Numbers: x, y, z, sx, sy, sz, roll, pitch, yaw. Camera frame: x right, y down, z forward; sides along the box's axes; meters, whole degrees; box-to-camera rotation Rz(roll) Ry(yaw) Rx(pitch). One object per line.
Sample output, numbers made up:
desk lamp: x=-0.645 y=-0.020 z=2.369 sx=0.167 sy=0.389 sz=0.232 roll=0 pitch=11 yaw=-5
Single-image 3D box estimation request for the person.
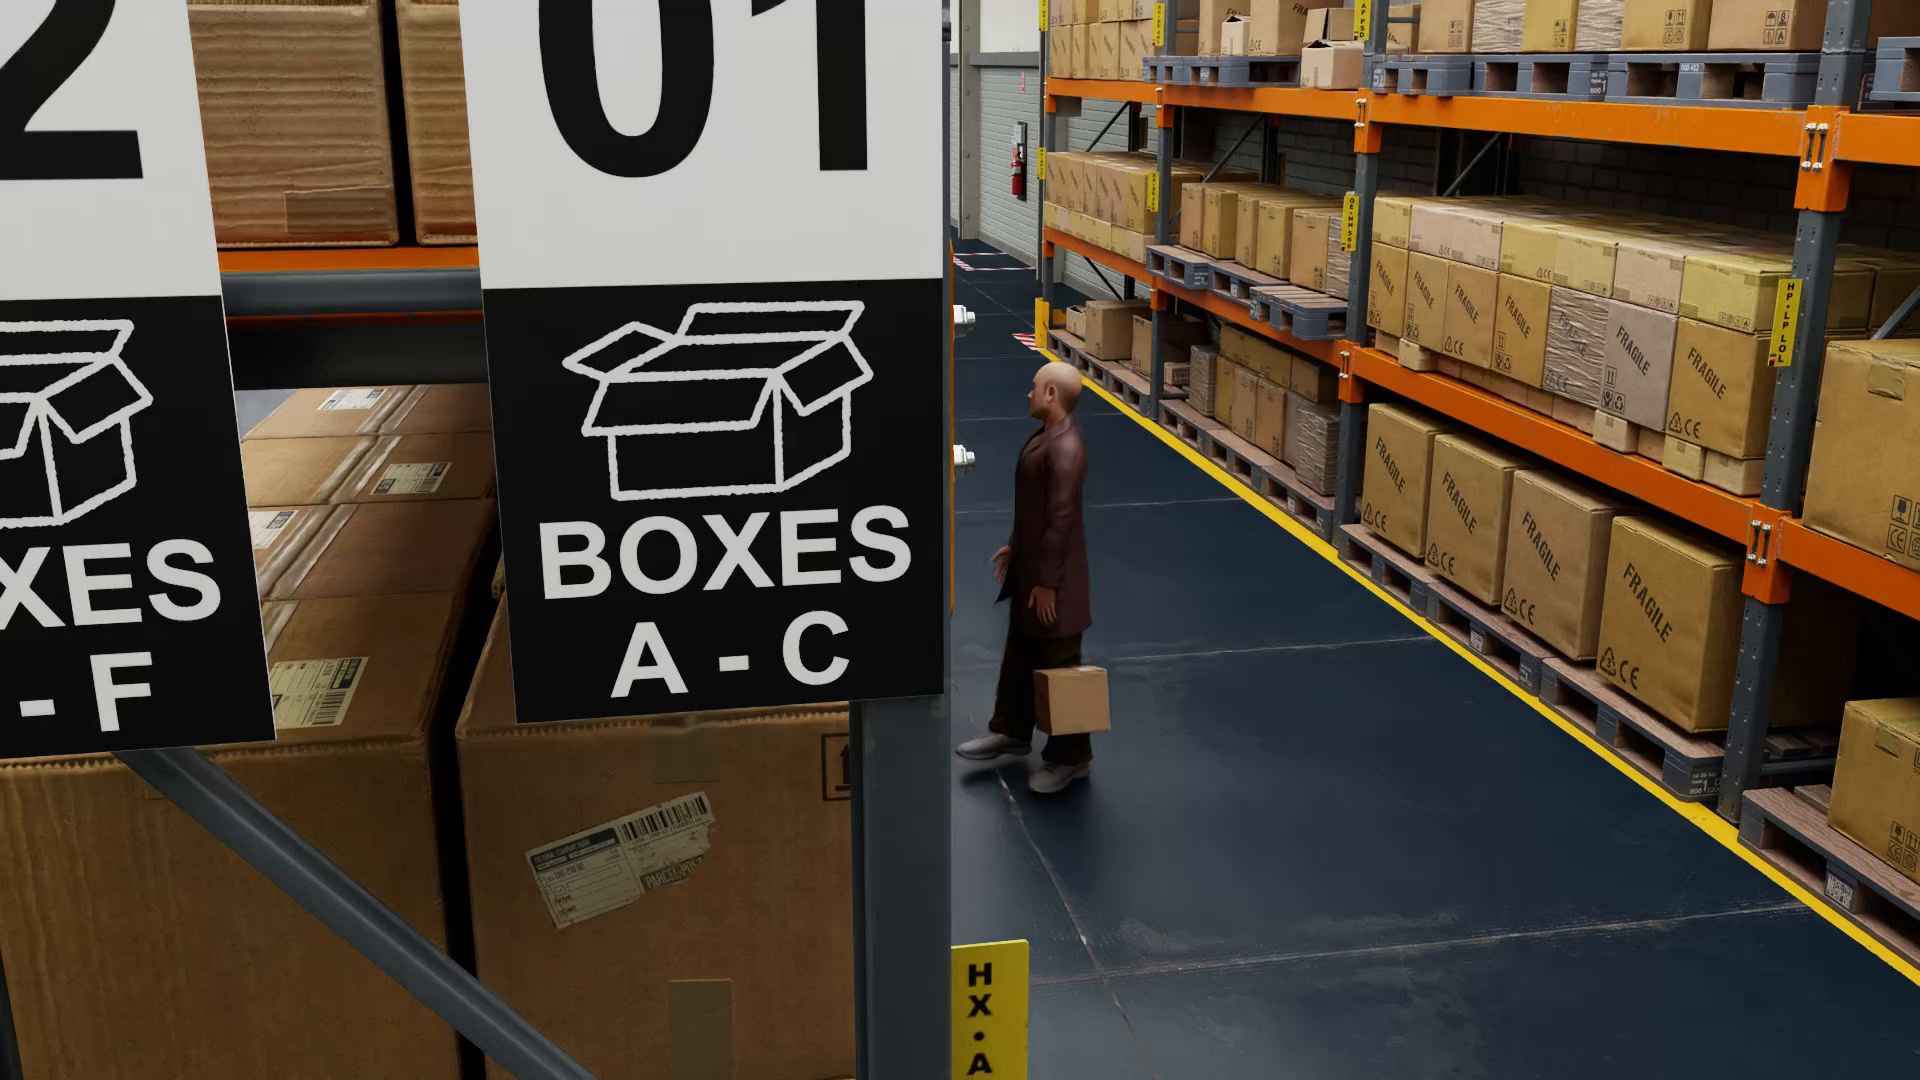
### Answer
person: x=0.300 y=0.171 z=7.051 sx=0.627 sy=1.675 sz=0.649 roll=5 pitch=17 yaw=17
